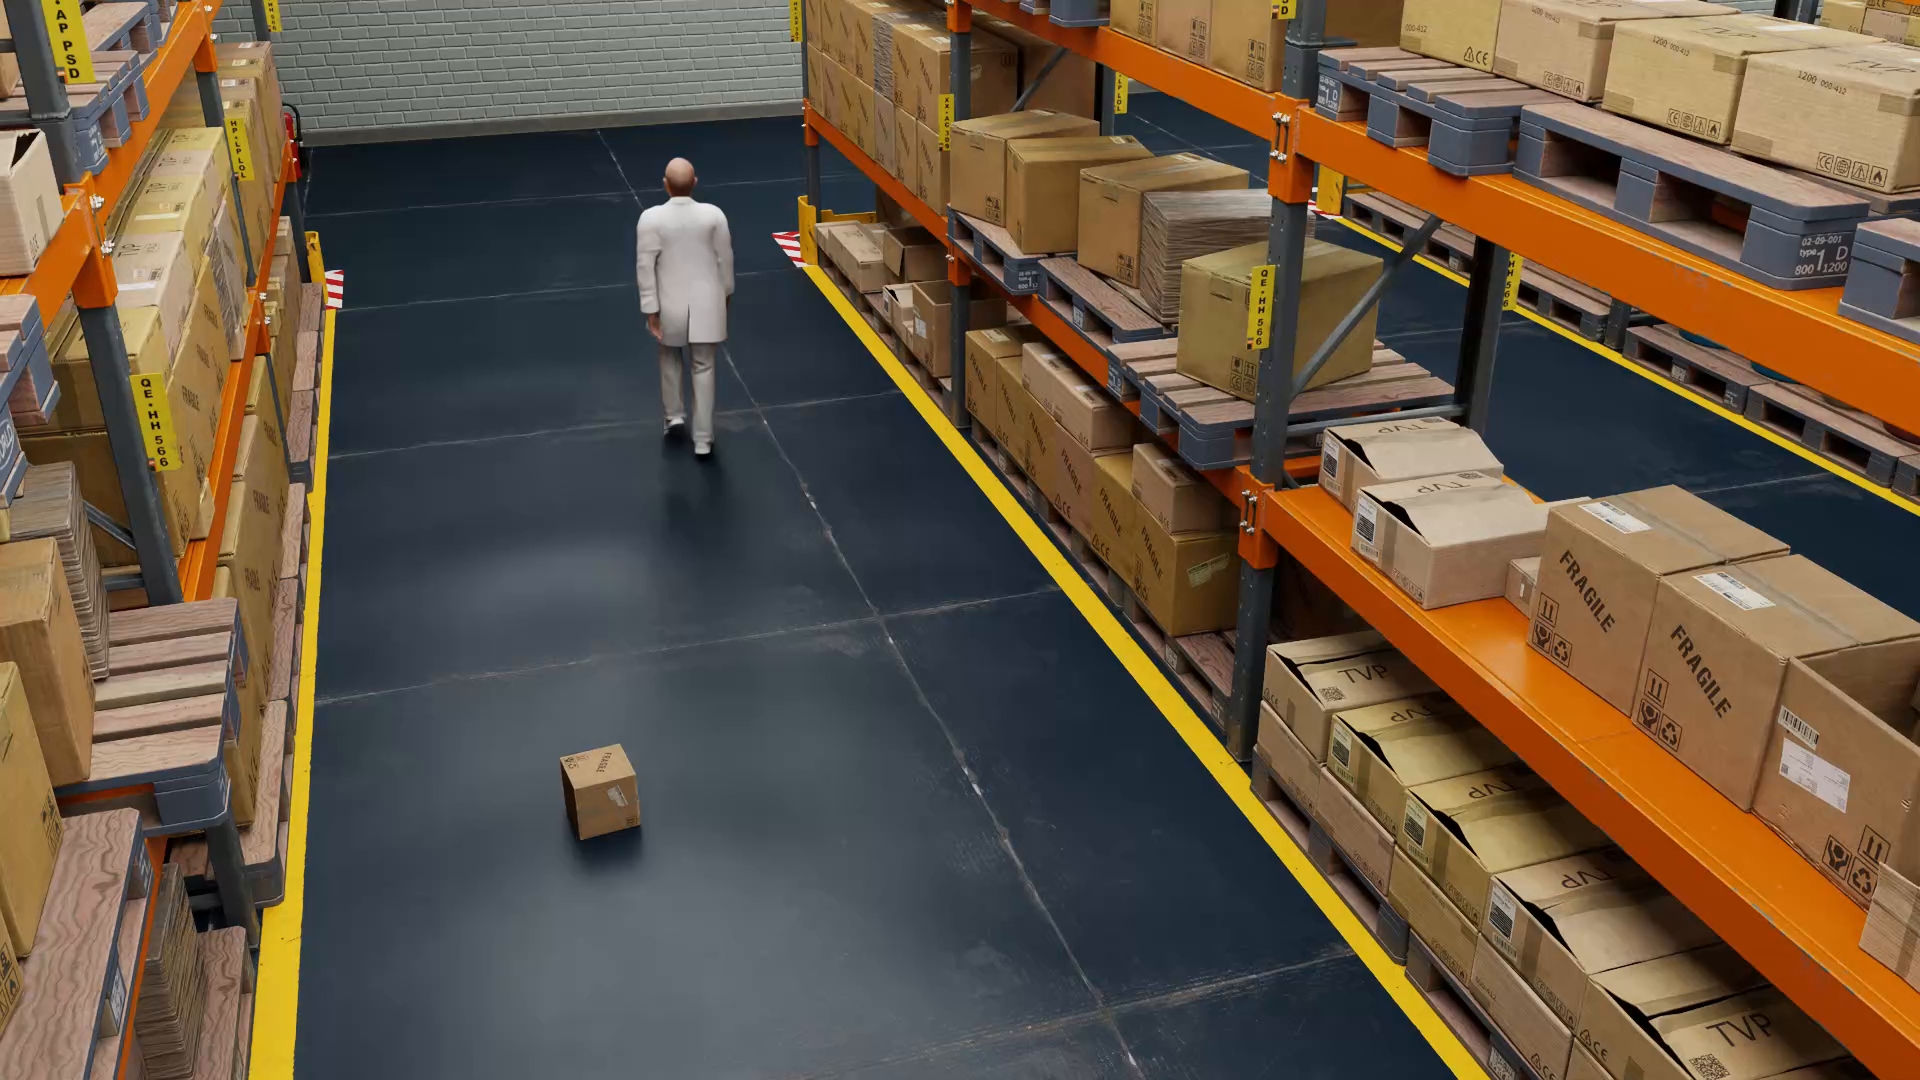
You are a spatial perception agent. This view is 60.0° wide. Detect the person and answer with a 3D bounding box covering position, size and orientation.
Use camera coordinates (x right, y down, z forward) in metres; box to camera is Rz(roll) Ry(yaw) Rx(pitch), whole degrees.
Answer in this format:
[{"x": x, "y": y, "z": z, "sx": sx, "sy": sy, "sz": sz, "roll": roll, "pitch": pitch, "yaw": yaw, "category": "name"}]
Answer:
[{"x": -1.631, "y": -1.427, "z": 10.000, "sx": 0.571, "sy": 1.758, "sz": 0.641, "roll": -4, "pitch": 26, "yaw": -7, "category": "person"}]
